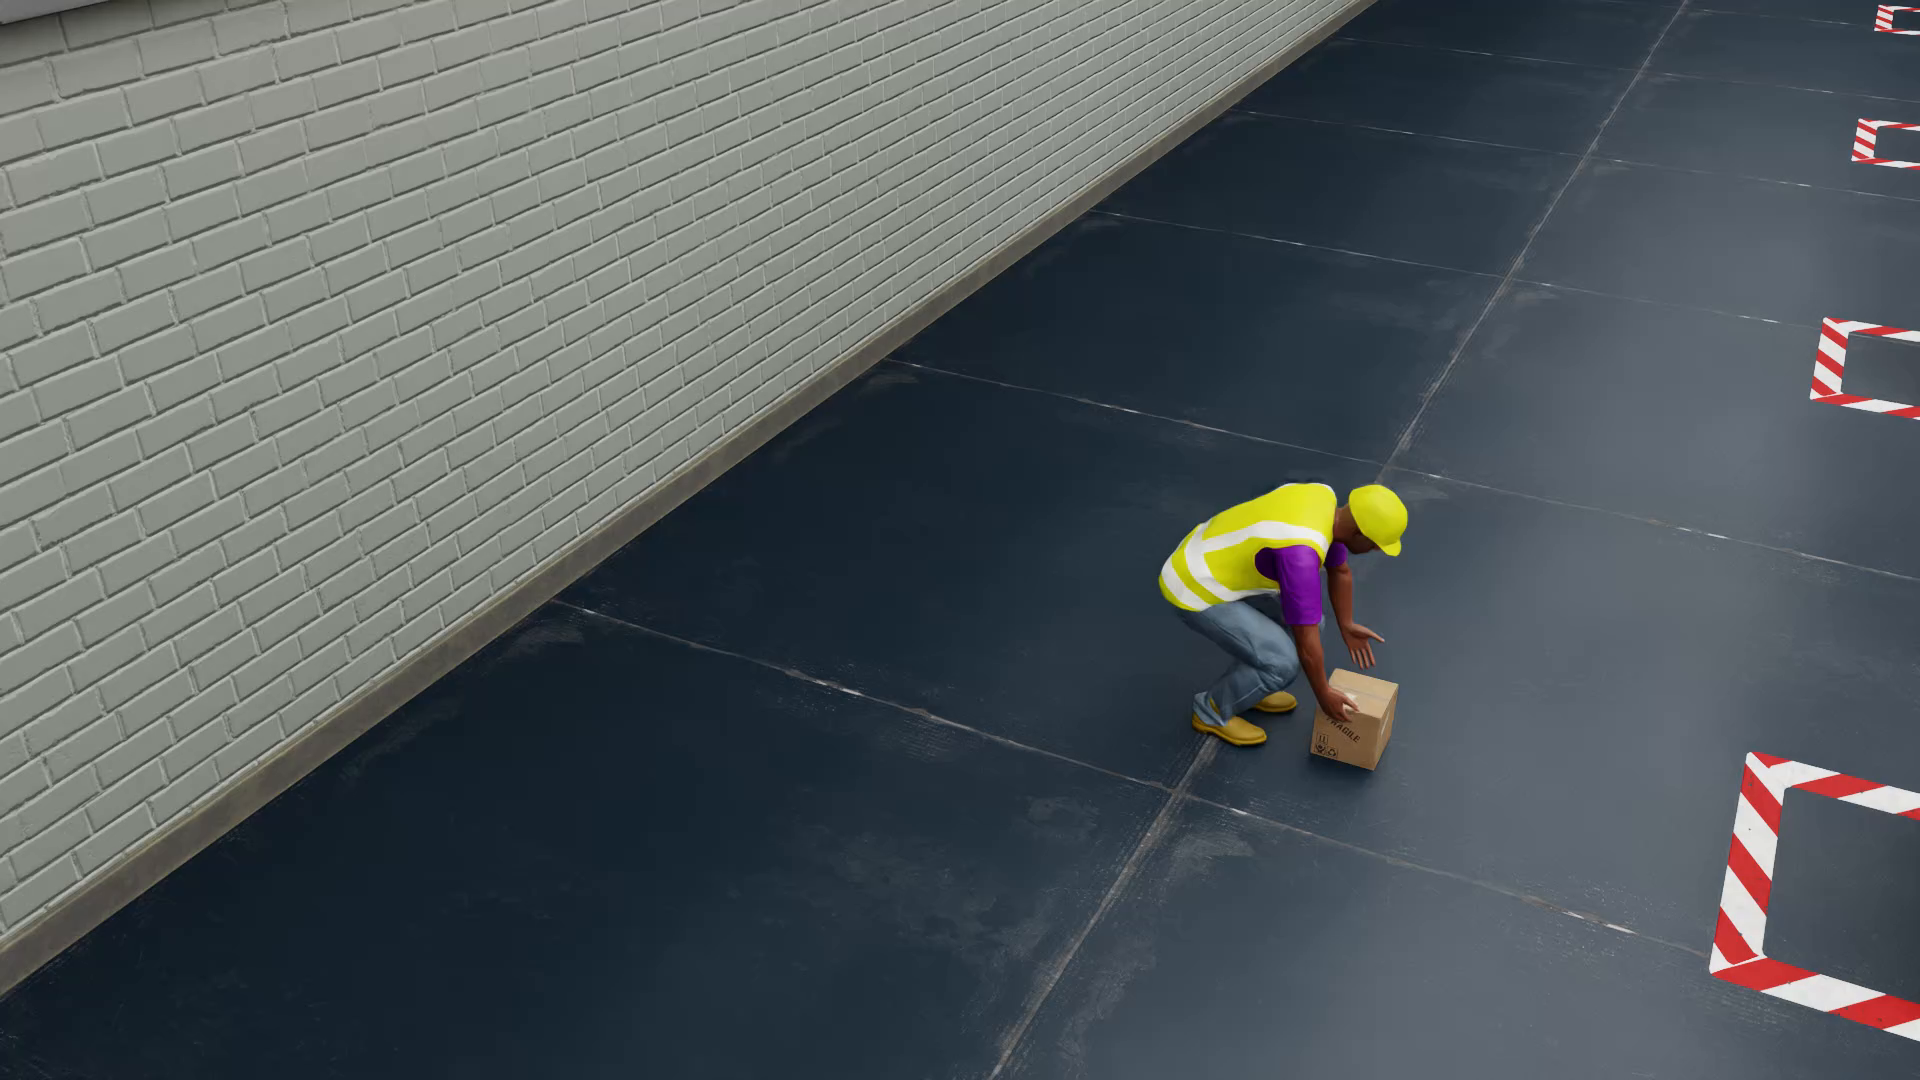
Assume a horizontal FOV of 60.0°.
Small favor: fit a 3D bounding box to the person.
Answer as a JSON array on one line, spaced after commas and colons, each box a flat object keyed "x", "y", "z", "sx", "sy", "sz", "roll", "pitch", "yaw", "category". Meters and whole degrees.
[{"x": 1.218, "y": 0.223, "z": 6.376, "sx": 0.869, "sy": 1.113, "sz": 0.606, "roll": 14, "pitch": 33, "yaw": 23, "category": "person"}]
